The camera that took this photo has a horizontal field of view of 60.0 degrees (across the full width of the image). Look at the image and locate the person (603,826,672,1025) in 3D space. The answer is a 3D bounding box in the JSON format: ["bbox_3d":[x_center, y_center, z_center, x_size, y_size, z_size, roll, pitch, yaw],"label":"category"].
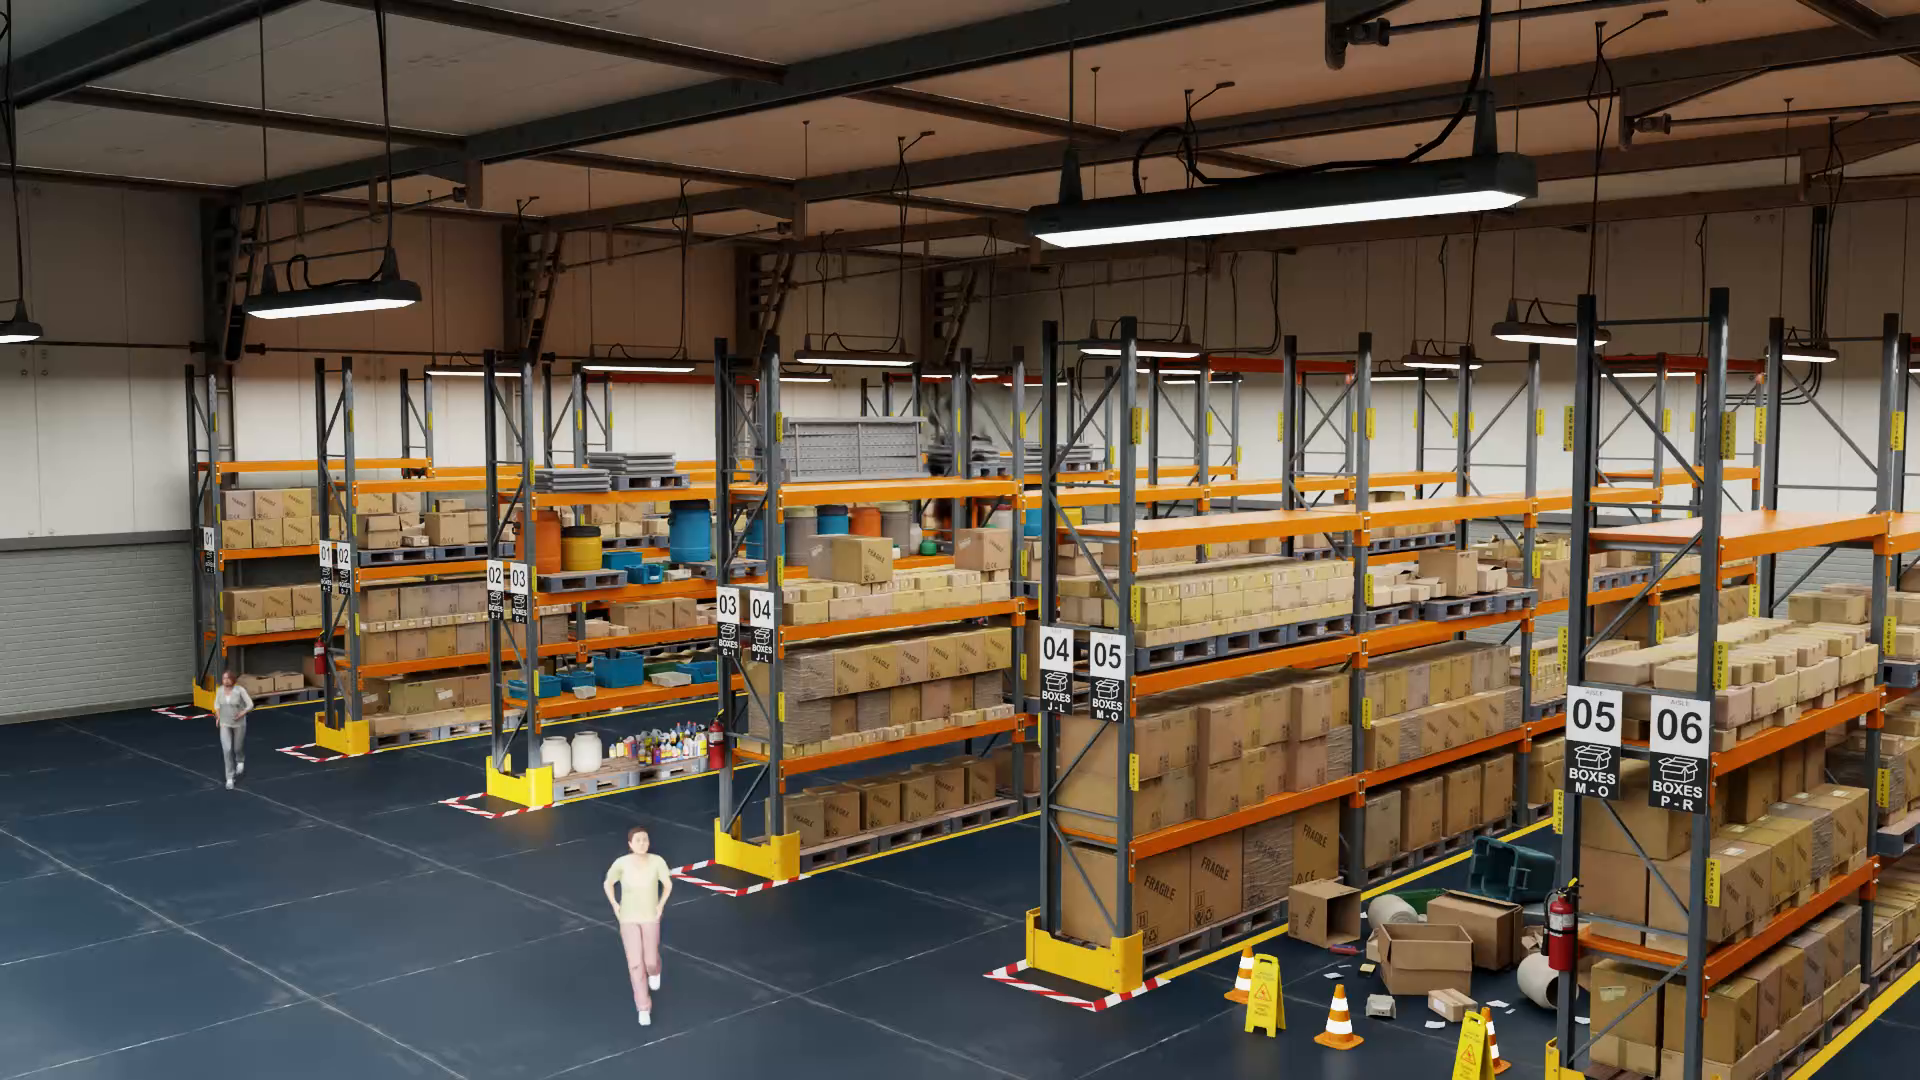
[{"bbox_3d":[-2.766,3.260,14.307,0.581,1.655,0.710,-1,4,-12],"label":"person"}]

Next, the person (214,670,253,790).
[{"bbox_3d":[-10.102,2.598,23.150,0.533,1.619,0.759,-1,4,-13],"label":"person"}]
